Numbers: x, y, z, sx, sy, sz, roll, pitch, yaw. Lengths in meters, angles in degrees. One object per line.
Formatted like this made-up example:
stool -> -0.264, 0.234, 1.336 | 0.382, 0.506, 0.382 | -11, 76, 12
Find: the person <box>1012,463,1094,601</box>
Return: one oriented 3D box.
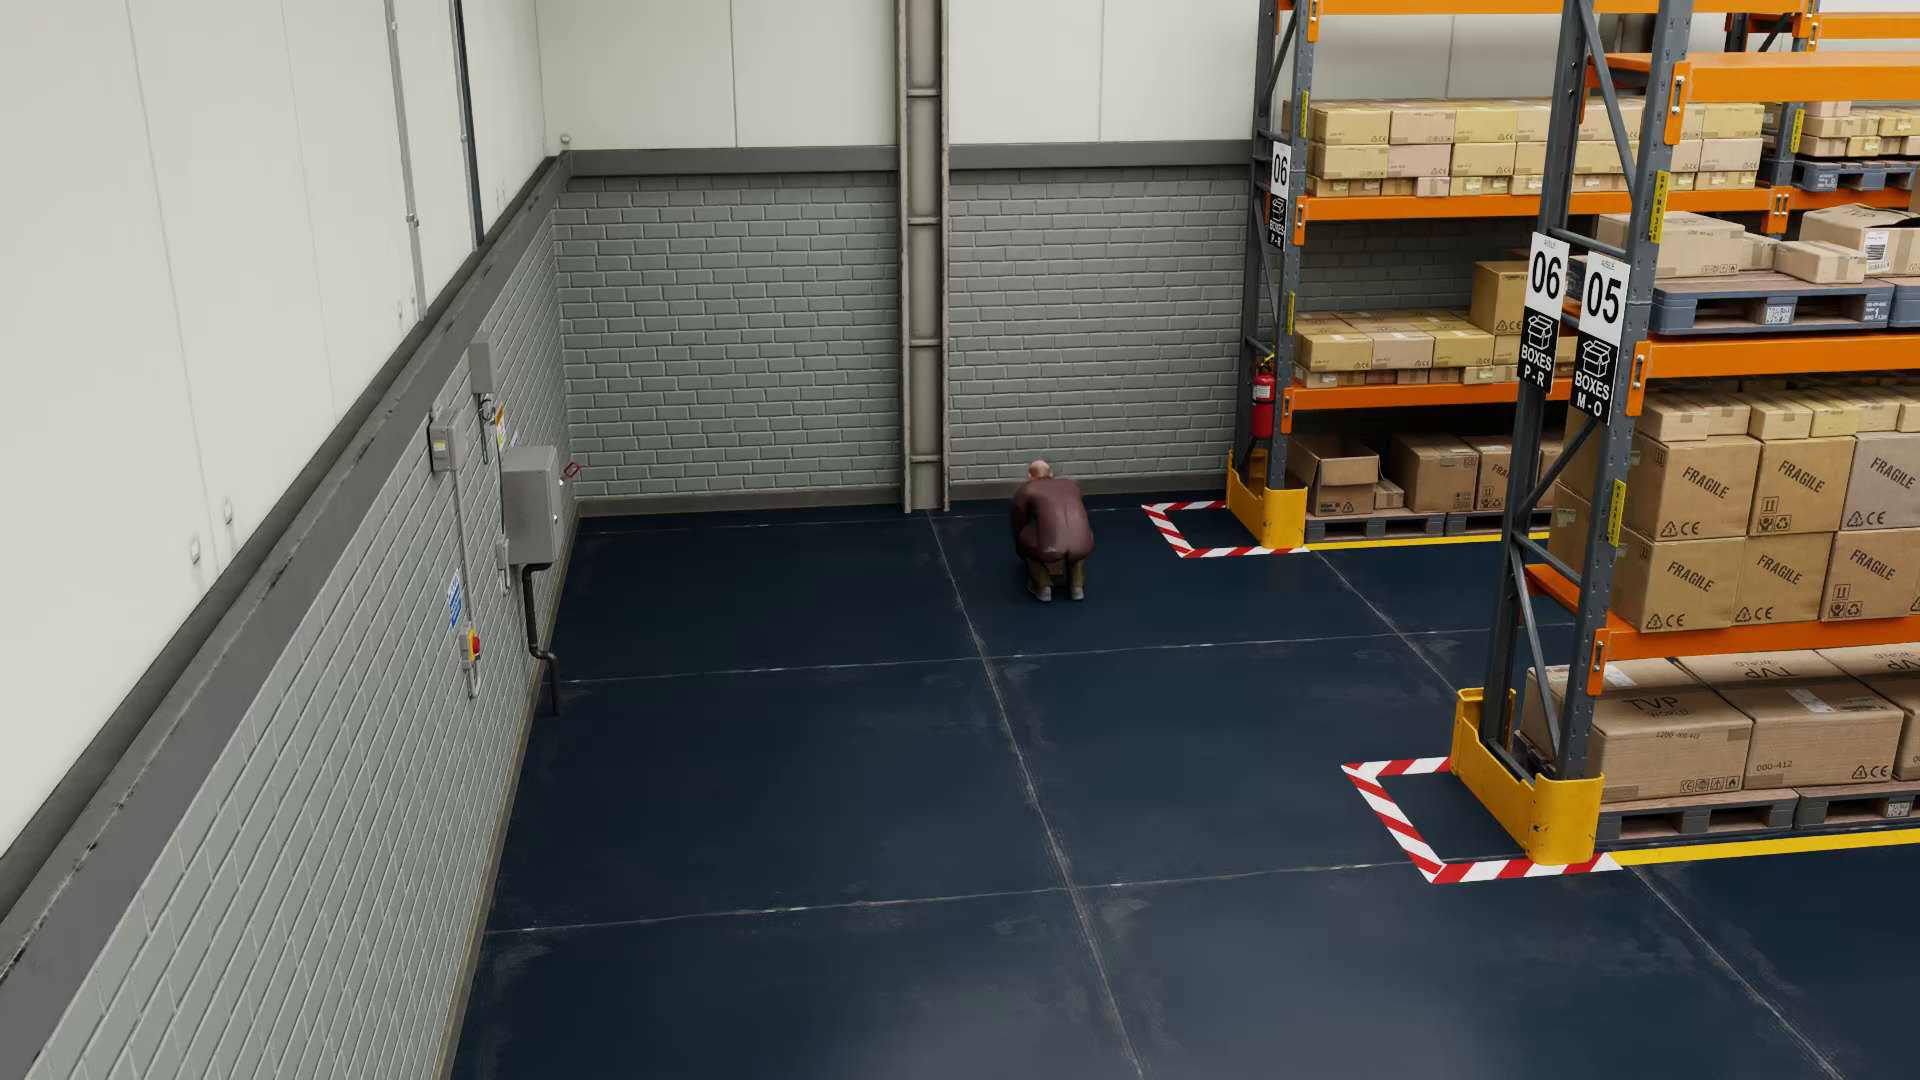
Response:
person -> 0.706, -0.057, 12.583 | 0.603, 0.884, 0.904 | -3, 20, -8
